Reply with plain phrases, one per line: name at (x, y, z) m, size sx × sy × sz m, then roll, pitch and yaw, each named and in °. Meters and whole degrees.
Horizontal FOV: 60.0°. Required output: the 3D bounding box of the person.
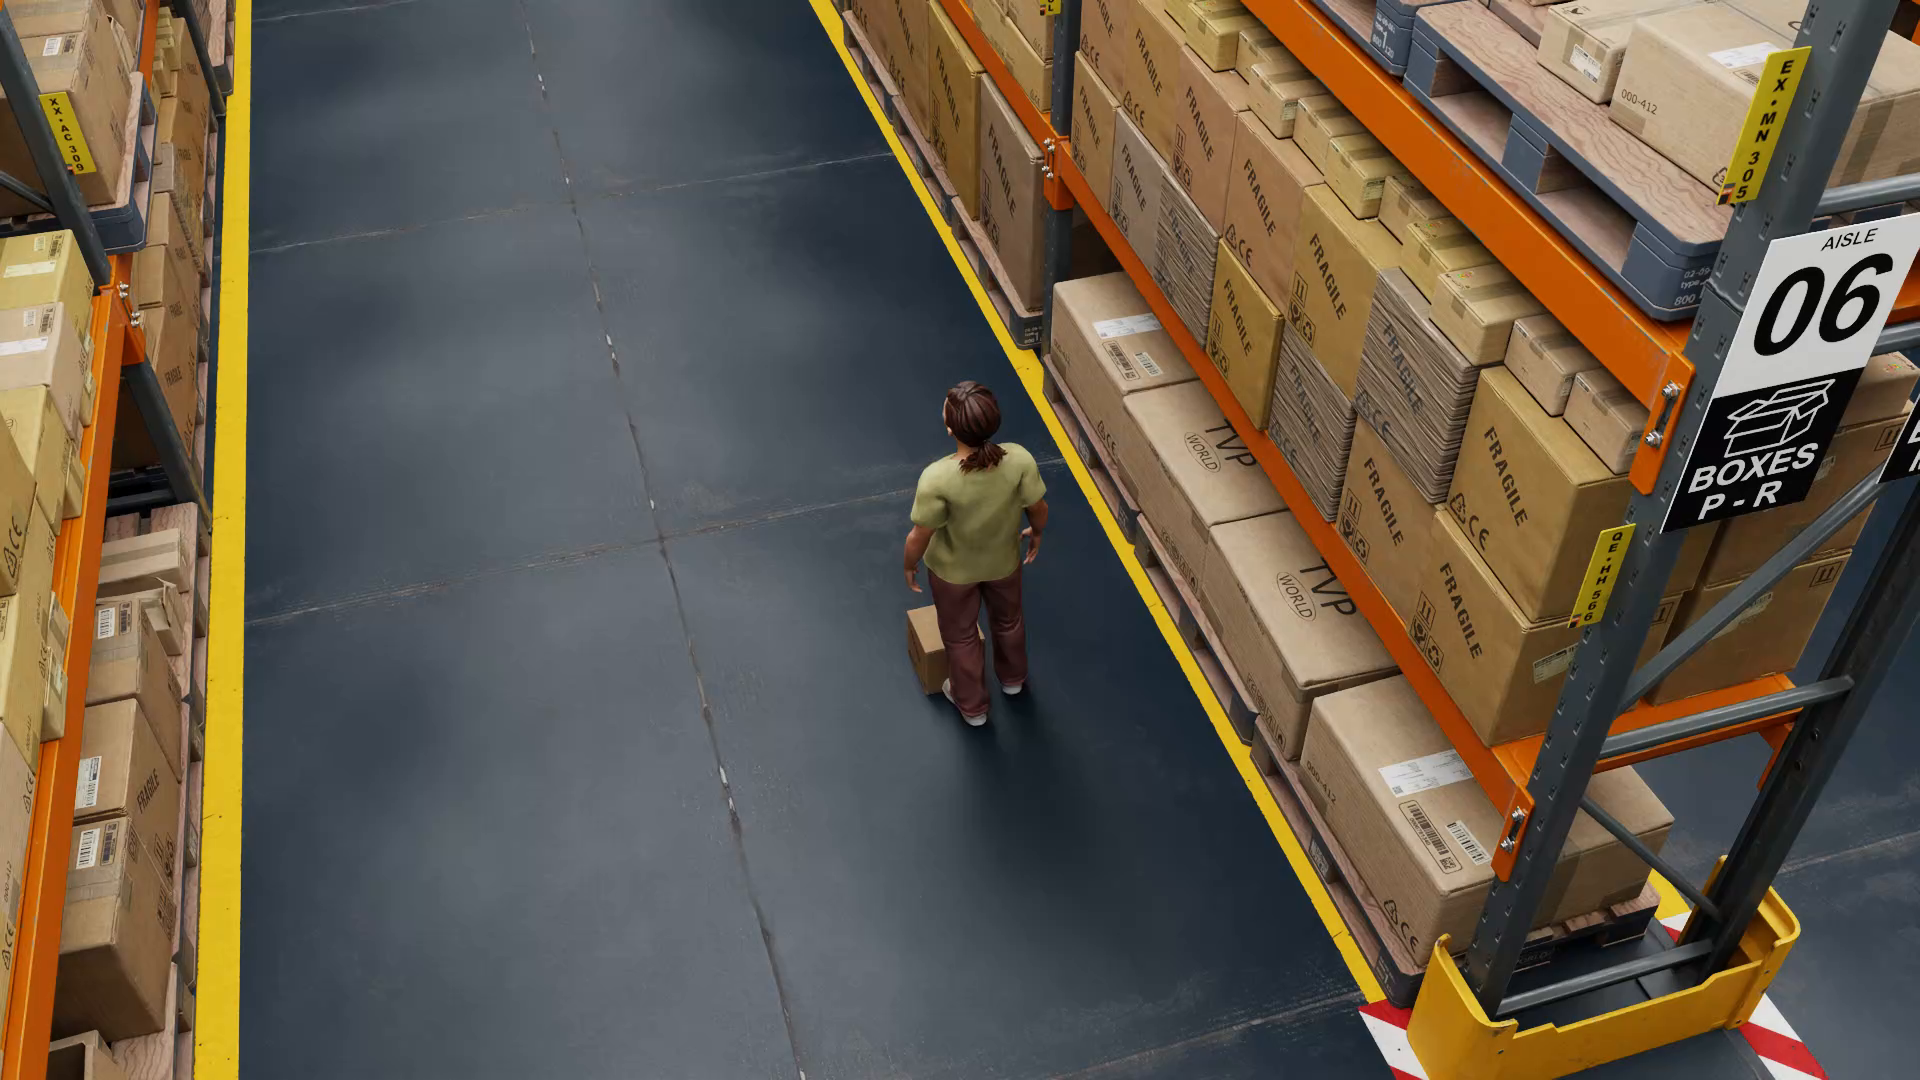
person at (0.038, 0.032, 6.113) m, size 0.554 × 1.676 × 0.549 m, roll -12°, pitch 44°, yaw -13°
